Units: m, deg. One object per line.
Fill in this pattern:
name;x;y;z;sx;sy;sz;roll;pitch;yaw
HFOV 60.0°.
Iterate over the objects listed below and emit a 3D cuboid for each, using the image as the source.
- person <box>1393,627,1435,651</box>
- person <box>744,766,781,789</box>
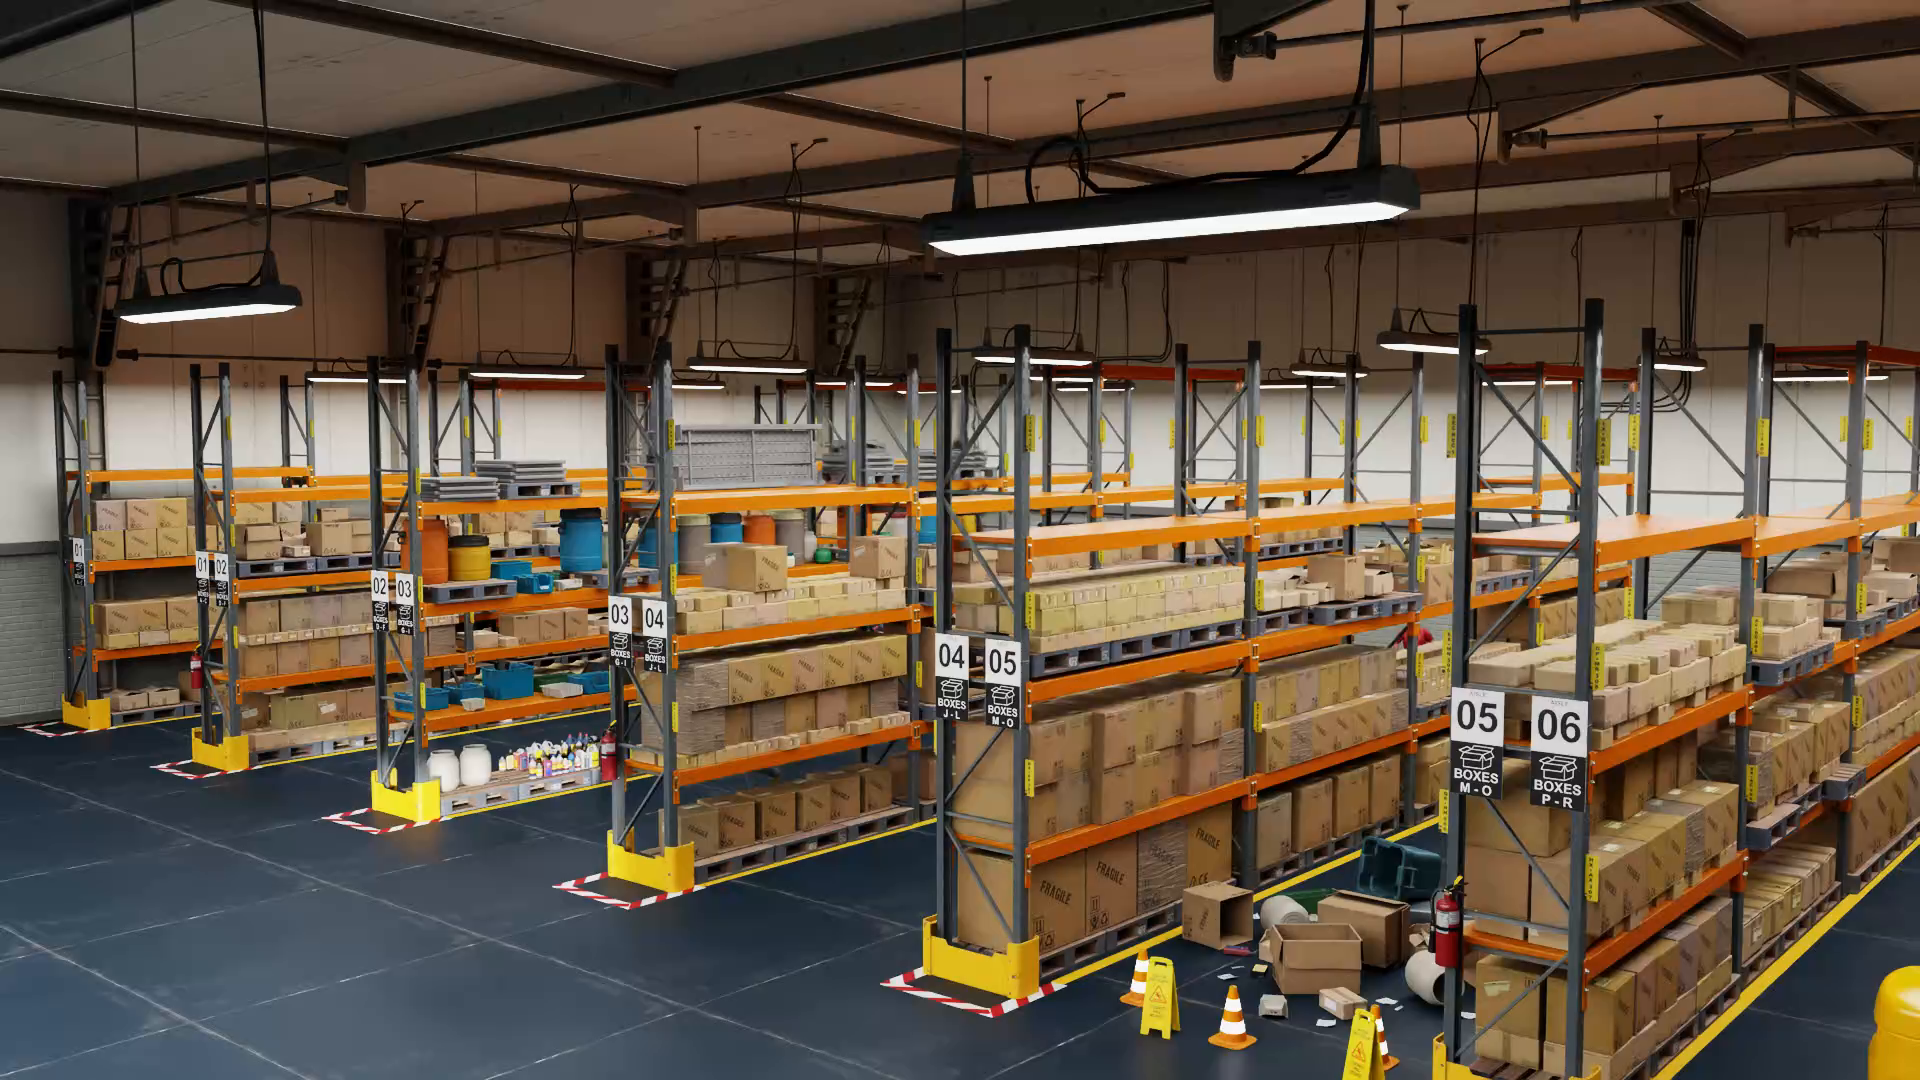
person;8.124;2.205;29.695;0.717;1.749;0.657;0;4;6
person;-2.741;2.668;22.692;0.697;1.717;0.609;3;5;33
